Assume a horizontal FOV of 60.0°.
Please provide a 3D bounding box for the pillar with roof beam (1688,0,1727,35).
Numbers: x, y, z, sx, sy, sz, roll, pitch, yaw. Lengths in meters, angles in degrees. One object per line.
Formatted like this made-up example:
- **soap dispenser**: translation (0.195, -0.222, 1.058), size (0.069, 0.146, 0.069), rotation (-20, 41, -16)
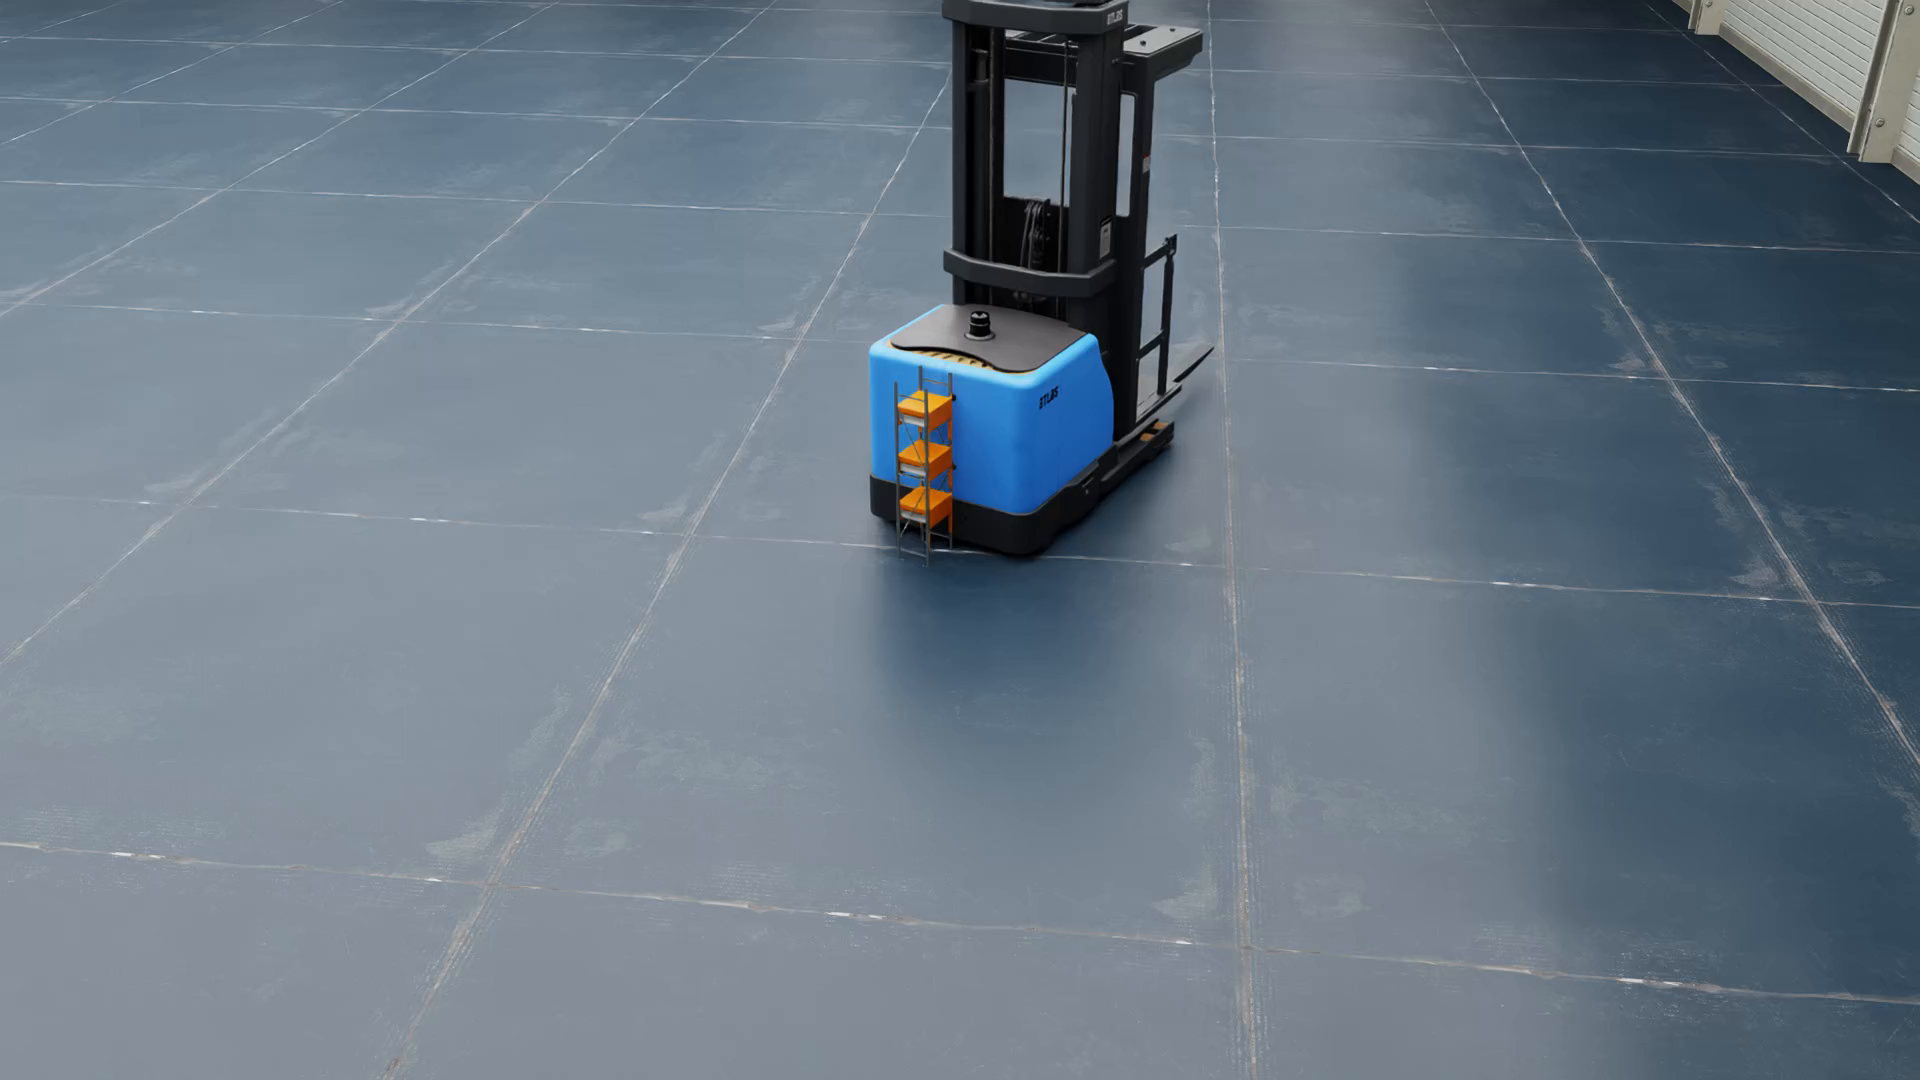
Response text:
- **pillar with roof beam**: translation (5.305, -10.758, 19.732), size (9.100, 9.000, 0.400), rotation (3, 28, 6)

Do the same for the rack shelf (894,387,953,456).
- **rack shelf**: translation (-0.190, -0.622, 8.722), size (0.215, 0.259, 0.240), rotation (15, 32, 26)

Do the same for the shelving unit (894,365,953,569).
- **shelving unit**: translation (-0.190, -0.382, 8.851), size (0.215, 1.050, 0.252), rotation (15, 32, 26)

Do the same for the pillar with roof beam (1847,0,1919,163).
- **pillar with roof beam**: translation (4.570, -7.934, 14.489), size (9.100, 9.000, 0.400), rotation (3, 28, 6)

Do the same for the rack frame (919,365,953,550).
- **rack frame**: translation (-0.129, -0.432, 8.944), size (0.200, 1.050, 0.008), rotation (15, 32, 26)

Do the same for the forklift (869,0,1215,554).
- **forklift**: translation (0.670, -1.877, 9.643), size (1.130, 2.935, 3.031), rotation (15, 32, 26)

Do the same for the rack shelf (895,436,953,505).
- **rack shelf**: translation (-0.190, -0.372, 8.856), size (0.215, 0.259, 0.240), rotation (15, 32, 26)

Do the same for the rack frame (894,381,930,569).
- **rack frame**: translation (-0.251, -0.332, 8.758), size (0.200, 1.050, 0.008), rotation (15, 32, 26)

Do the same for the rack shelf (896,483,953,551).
- **rack shelf**: translation (-0.190, -0.128, 8.988), size (0.215, 0.259, 0.240), rotation (15, 32, 26)
